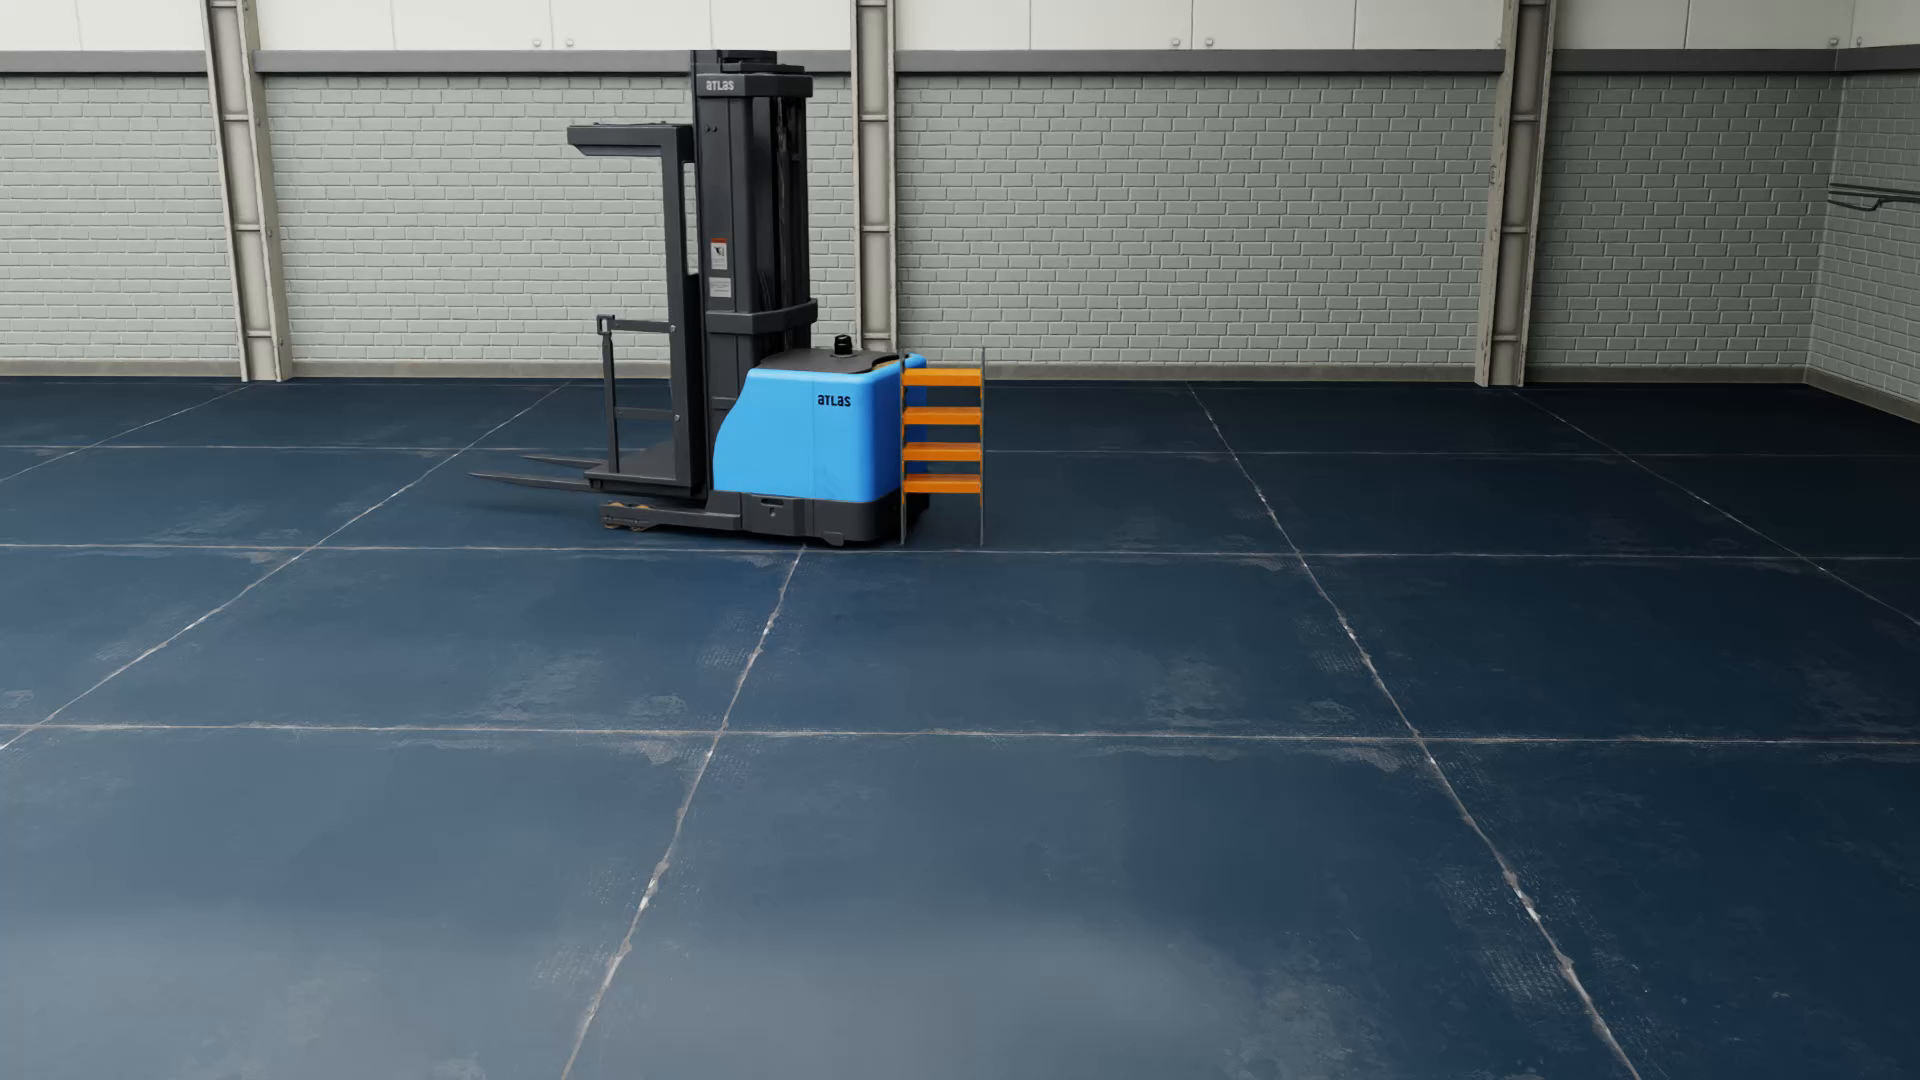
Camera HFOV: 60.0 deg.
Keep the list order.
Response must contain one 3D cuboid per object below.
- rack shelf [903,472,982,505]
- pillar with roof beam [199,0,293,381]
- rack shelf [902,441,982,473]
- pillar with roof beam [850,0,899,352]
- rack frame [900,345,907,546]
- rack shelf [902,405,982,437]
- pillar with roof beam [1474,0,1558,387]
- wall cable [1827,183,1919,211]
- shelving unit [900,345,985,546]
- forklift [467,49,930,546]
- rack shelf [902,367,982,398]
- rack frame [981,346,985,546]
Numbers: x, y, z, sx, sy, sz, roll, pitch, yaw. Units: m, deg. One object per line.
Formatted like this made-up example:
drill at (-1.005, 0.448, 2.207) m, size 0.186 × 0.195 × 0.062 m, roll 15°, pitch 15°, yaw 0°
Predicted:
rack shelf at (-0.103, -0.317, 10.231) m, size 0.480 × 0.148 × 0.258 m, roll 1°, pitch 15°, yaw 3°
pillar with roof beam at (-6.909, -4.838, 11.036) m, size 0.400 × 9.000 × 9.100 m, roll 0°, pitch 15°, yaw 1°
rack shelf at (-0.103, -0.509, 10.180) m, size 0.480 × 0.148 × 0.258 m, roll 1°, pitch 15°, yaw 3°
pillar with roof beam at (-0.911, -4.799, 10.888) m, size 0.400 × 9.000 × 9.100 m, roll 0°, pitch 15°, yaw 1°
rack frame at (-0.347, -0.577, 10.174) m, size 0.015 × 1.200 × 0.240 m, roll 1°, pitch 15°, yaw 3°
rack shelf at (-0.103, -0.725, 10.123) m, size 0.480 × 0.148 × 0.258 m, roll 1°, pitch 15°, yaw 3°
pillar with roof beam at (5.087, -4.760, 10.740) m, size 0.400 × 9.000 × 9.100 m, roll 0°, pitch 15°, yaw 1°
wall cable at (8.109, -4.000, 13.946) m, size 0.112 × 2.526 × 3.097 m, roll 0°, pitch 15°, yaw 1°
shelving unit at (-0.103, -0.574, 10.163) m, size 0.503 × 1.200 × 0.258 m, roll 1°, pitch 15°, yaw 3°
forklift at (-1.771, -1.591, 10.623) m, size 3.031 × 2.935 × 1.130 m, roll 5°, pitch 16°, yaw 20°
rack shelf at (-0.103, -0.954, 10.063) m, size 0.480 × 0.148 × 0.258 m, roll 1°, pitch 15°, yaw 3°
rack frame at (0.141, -0.571, 10.152) m, size 0.015 × 1.200 × 0.240 m, roll 1°, pitch 15°, yaw 3°
